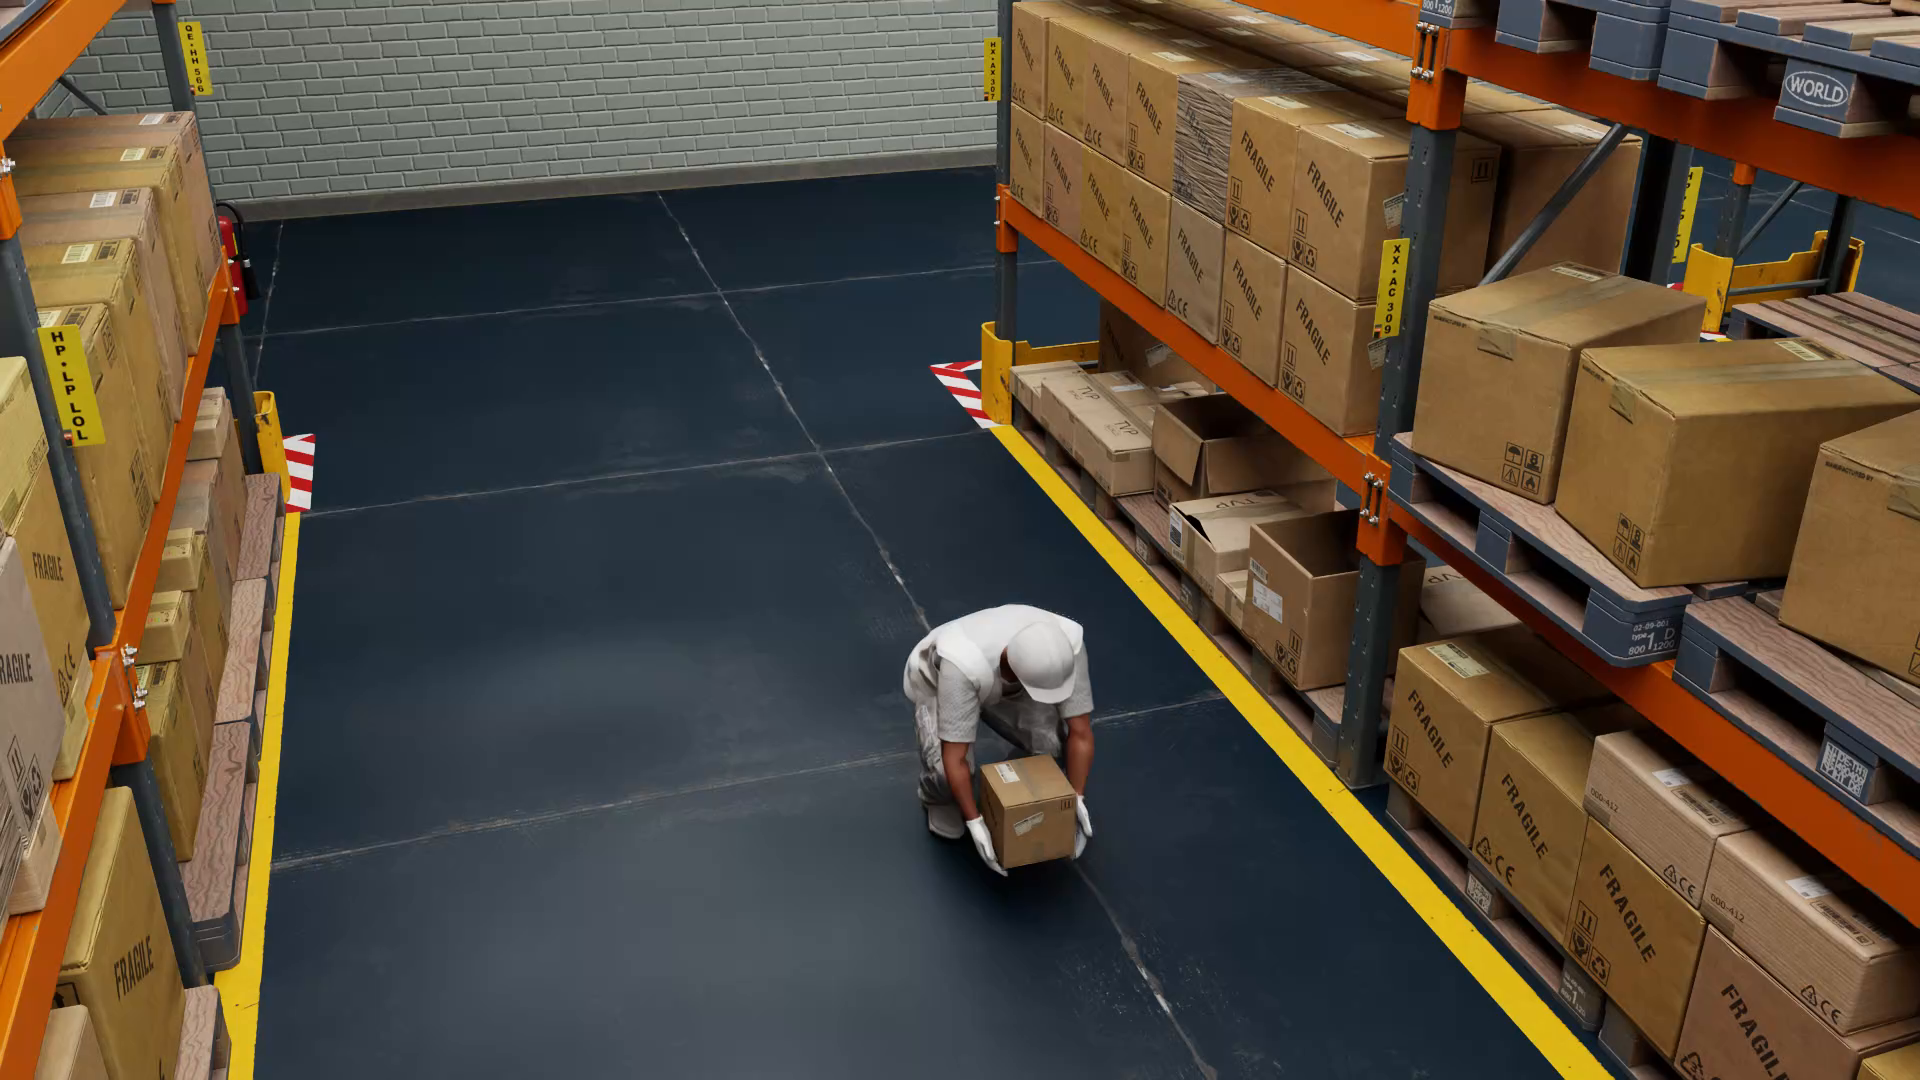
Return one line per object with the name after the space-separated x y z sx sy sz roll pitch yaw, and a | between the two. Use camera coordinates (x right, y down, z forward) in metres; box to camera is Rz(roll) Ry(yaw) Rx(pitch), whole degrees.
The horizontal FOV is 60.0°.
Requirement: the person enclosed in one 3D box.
0.137 0.601 5.765 0.578 0.998 0.909 -8 27 -16 | person
